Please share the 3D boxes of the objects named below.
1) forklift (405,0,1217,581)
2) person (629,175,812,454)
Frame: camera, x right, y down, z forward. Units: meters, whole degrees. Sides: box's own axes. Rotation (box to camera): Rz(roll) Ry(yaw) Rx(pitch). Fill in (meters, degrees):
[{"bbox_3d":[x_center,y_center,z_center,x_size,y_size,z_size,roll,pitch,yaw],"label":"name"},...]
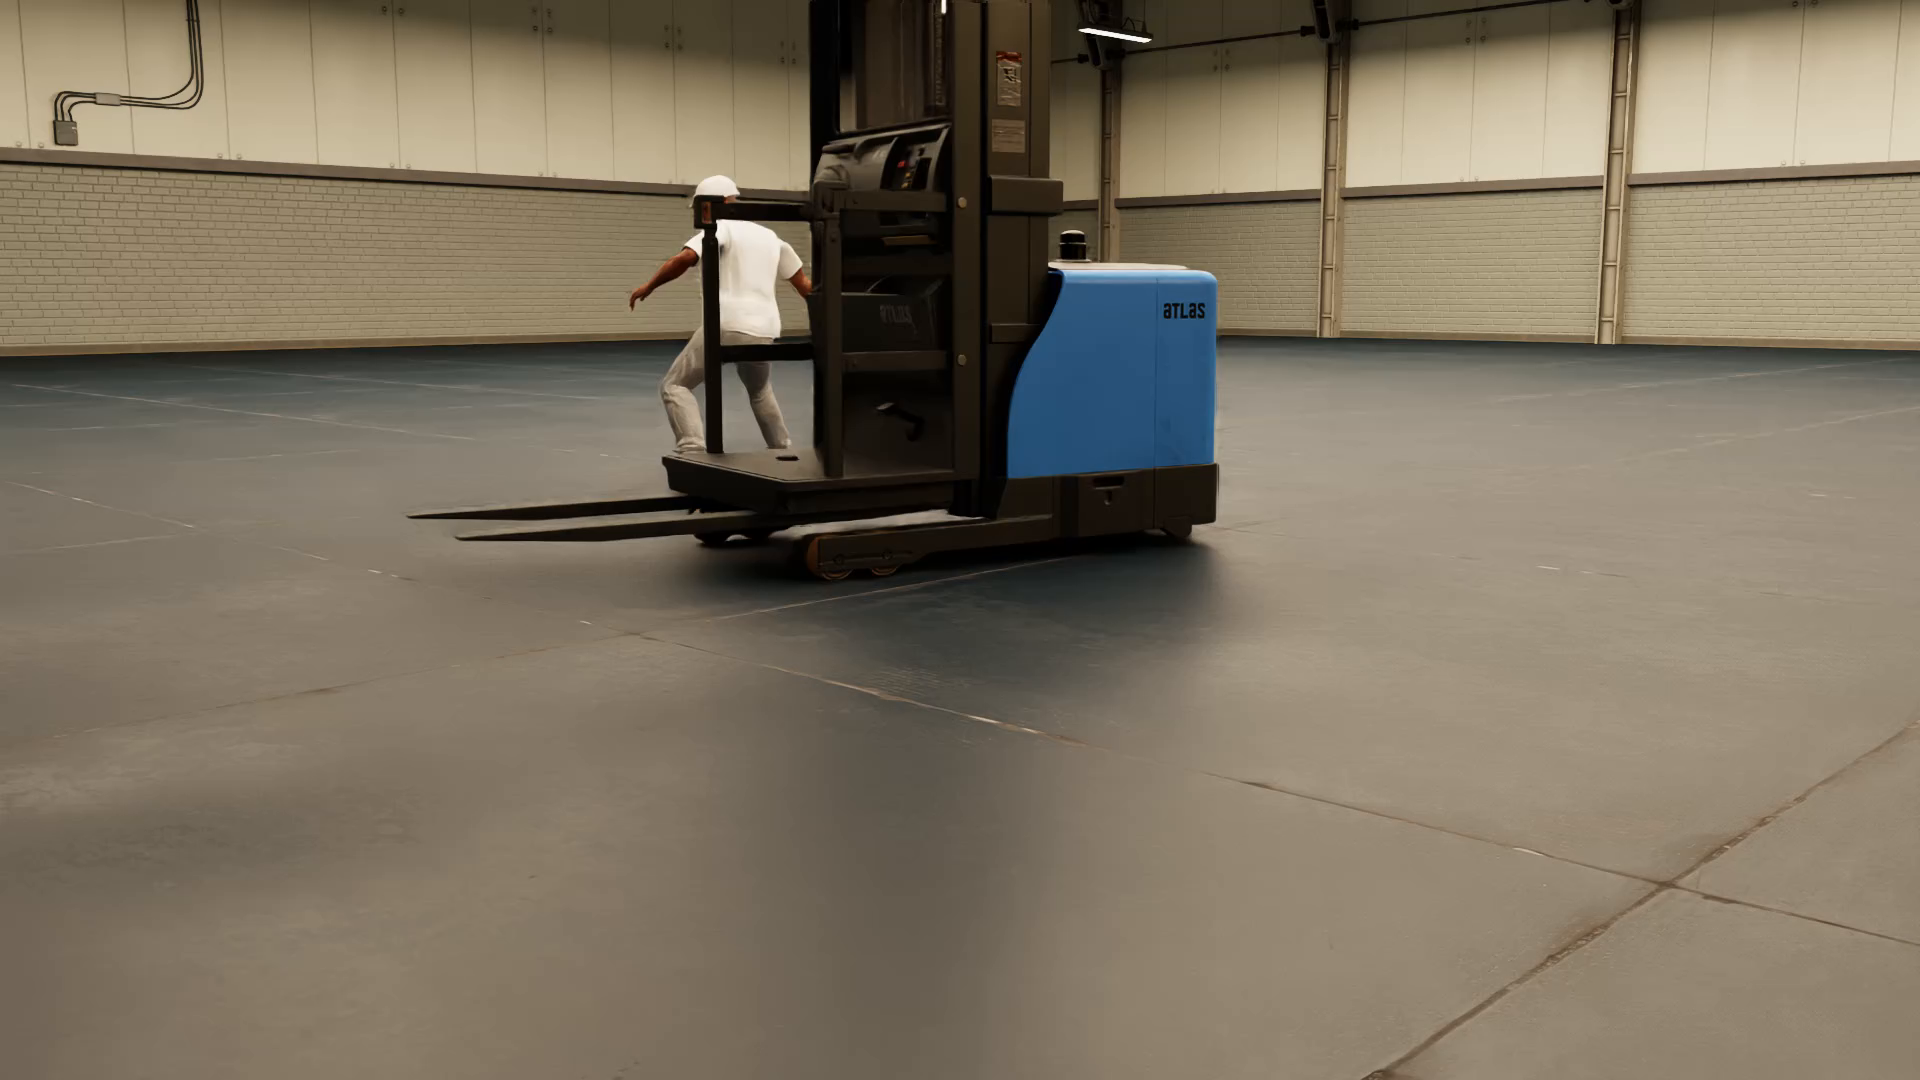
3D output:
[{"bbox_3d":[-0.482,-1.396,6.143,3.031,2.935,1.130,-5,10,-32],"label":"forklift"},{"bbox_3d":[-1.175,-1.103,8.987,0.556,1.707,1.194,8,12,44],"label":"person"}]
